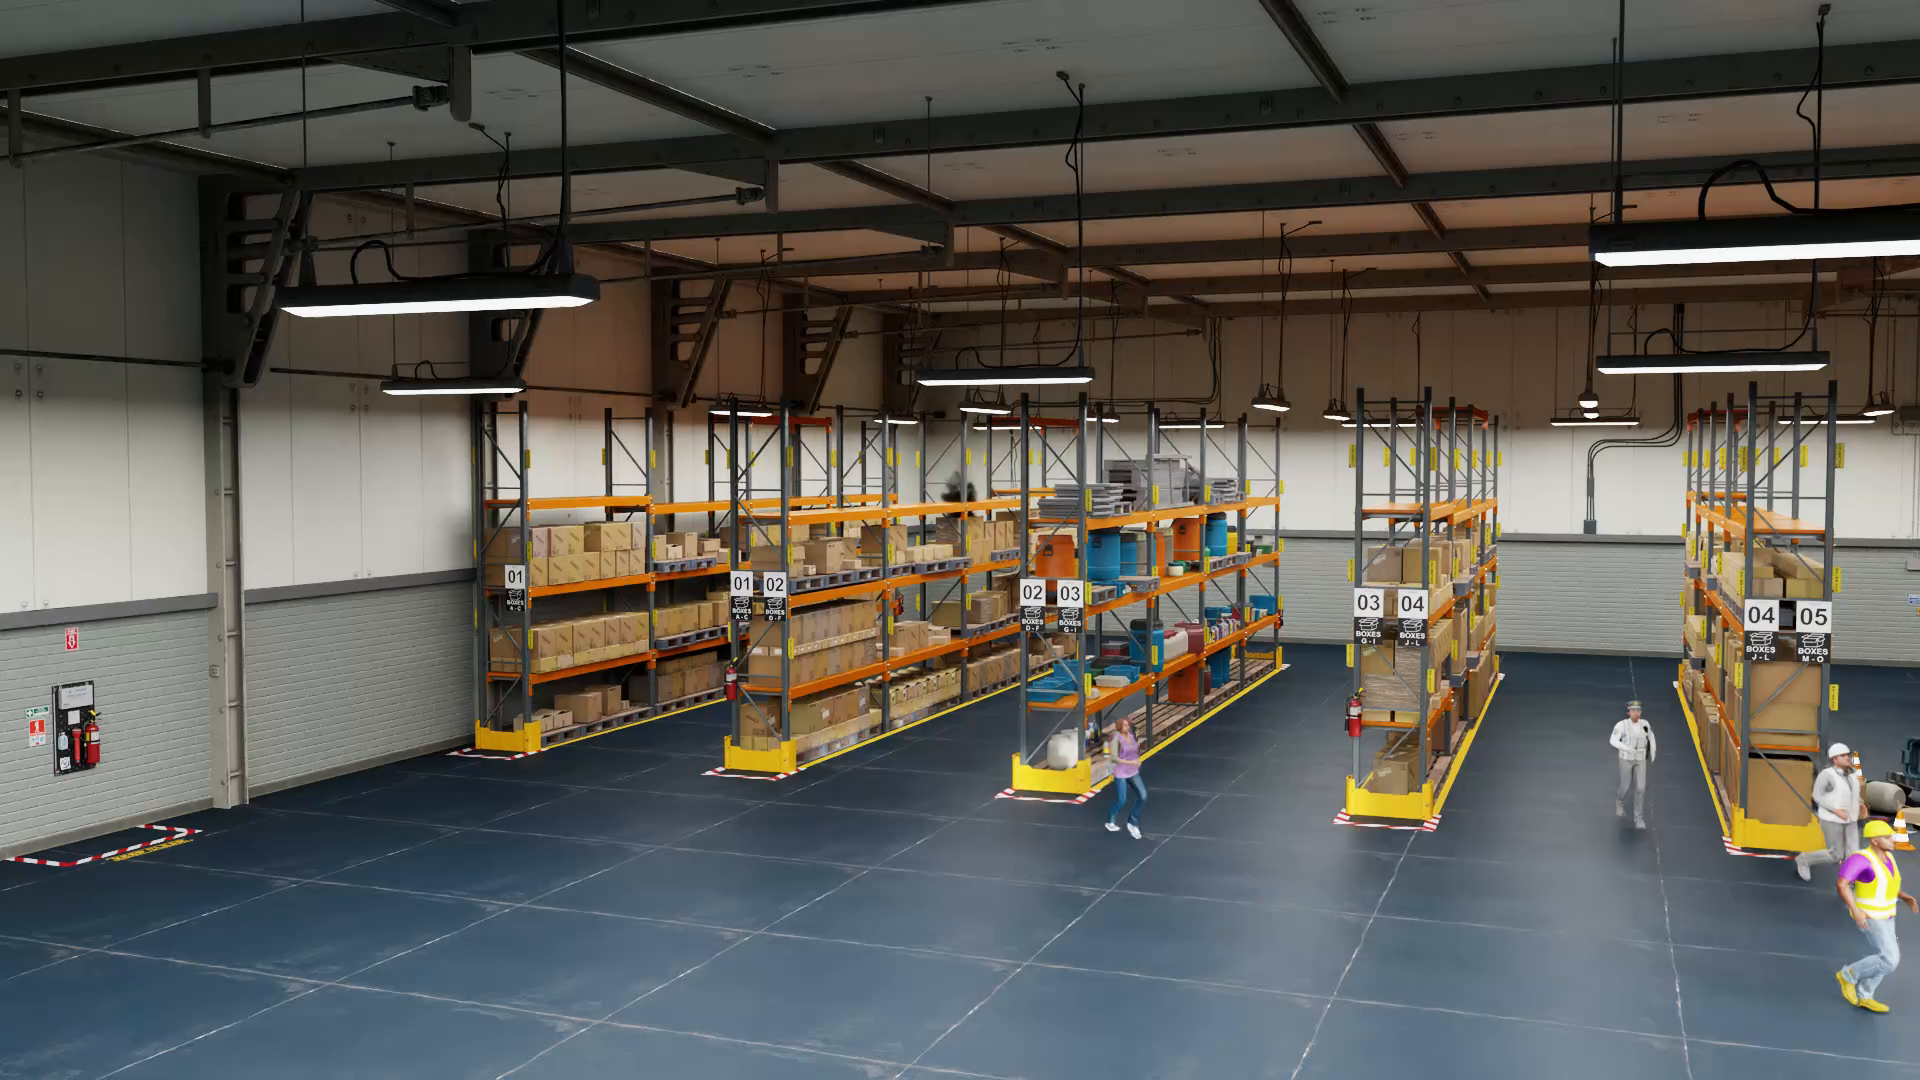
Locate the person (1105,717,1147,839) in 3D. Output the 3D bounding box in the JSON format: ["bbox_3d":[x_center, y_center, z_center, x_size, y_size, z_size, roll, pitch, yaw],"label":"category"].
[{"bbox_3d":[2.205,3.146,22.068,0.546,1.609,0.690,-2,3,-34],"label":"person"}]

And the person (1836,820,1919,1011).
[{"bbox_3d":[8.321,3.401,15.074,0.712,1.730,0.564,-2,4,-38],"label":"person"}]

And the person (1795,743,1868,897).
[{"bbox_3d":[10.084,3.208,19.152,0.668,1.764,0.758,-1,3,-20],"label":"person"}]

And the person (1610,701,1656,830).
[{"bbox_3d":[9.235,3.042,22.821,0.632,1.721,0.827,0,3,8],"label":"person"}]
